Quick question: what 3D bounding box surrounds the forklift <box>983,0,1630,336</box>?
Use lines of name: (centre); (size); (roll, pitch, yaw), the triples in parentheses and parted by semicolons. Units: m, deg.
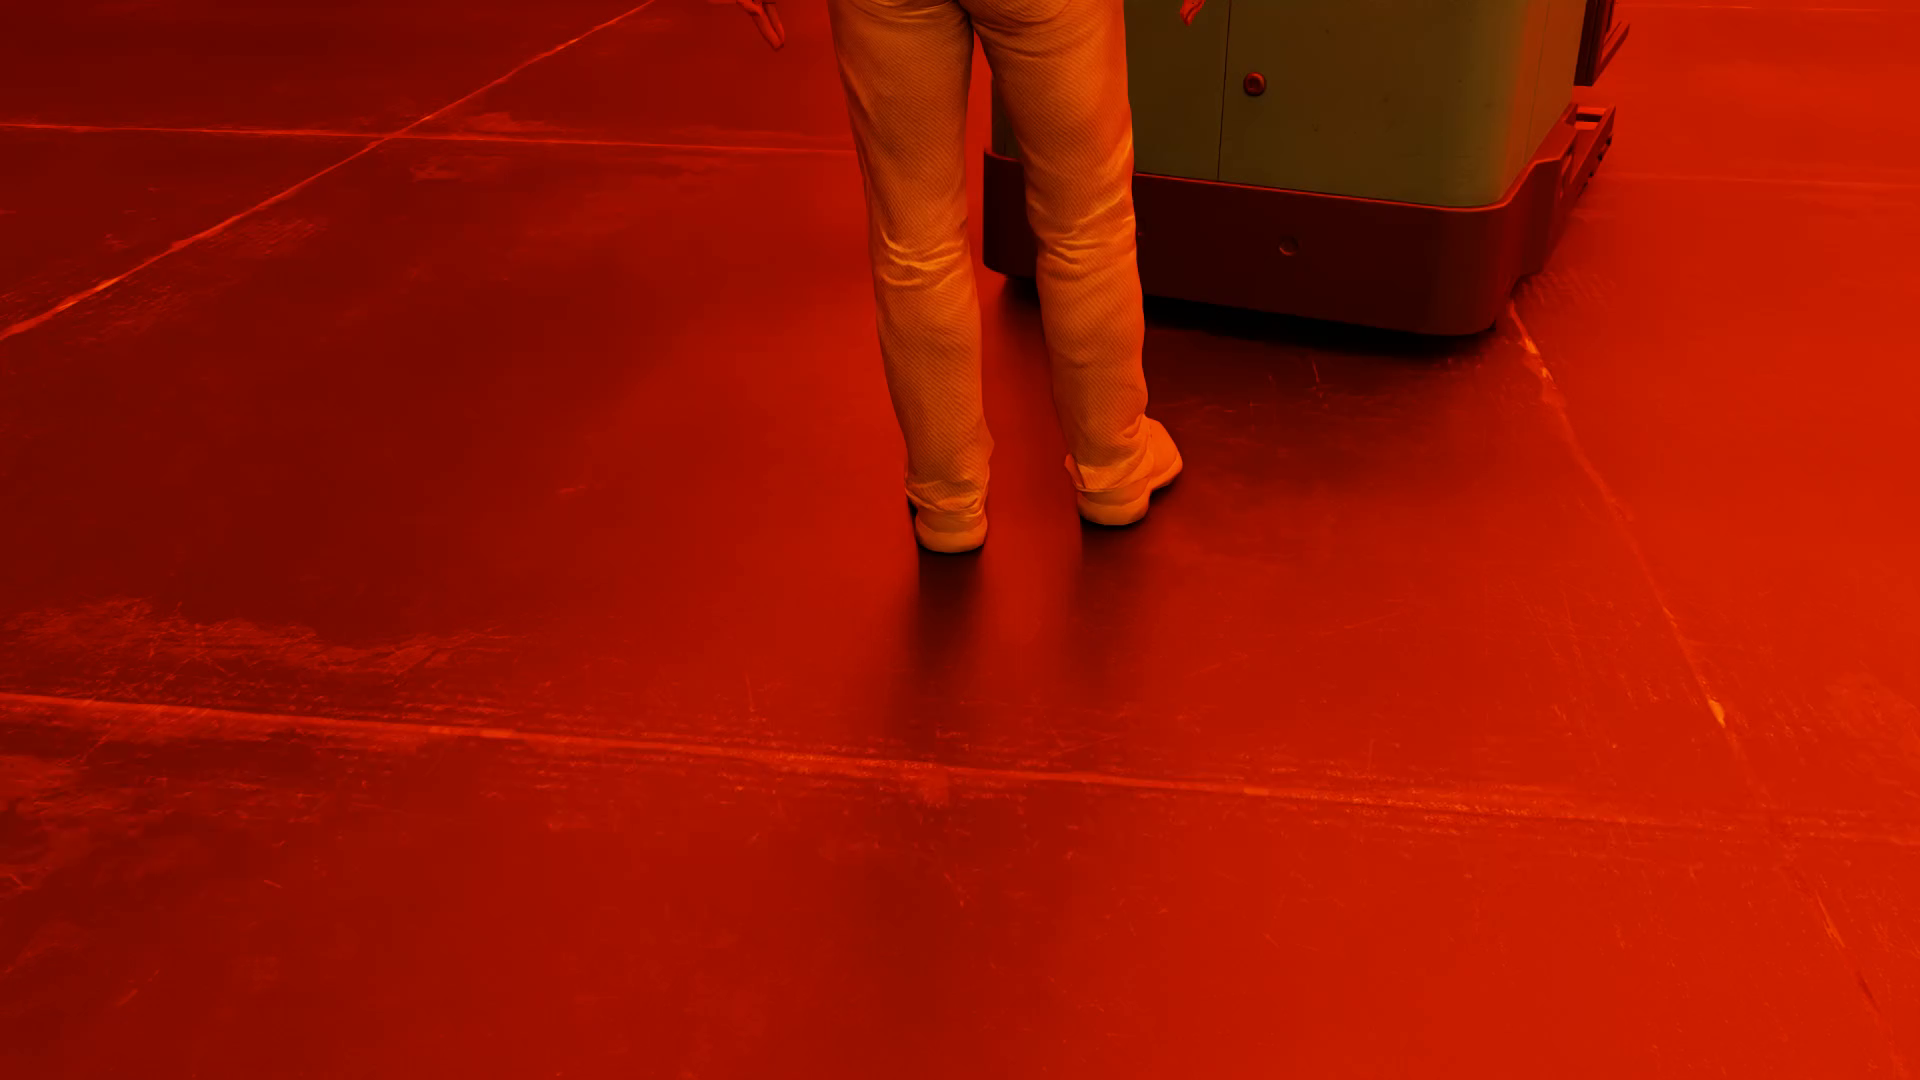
forklift: (1.137, -2.322, 3.870); (1.130, 2.935, 3.031); (12, 29, 23)

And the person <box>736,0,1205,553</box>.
person: (0.014, -0.827, 2.164); (0.666, 1.768, 0.575); (3, 27, 7)
